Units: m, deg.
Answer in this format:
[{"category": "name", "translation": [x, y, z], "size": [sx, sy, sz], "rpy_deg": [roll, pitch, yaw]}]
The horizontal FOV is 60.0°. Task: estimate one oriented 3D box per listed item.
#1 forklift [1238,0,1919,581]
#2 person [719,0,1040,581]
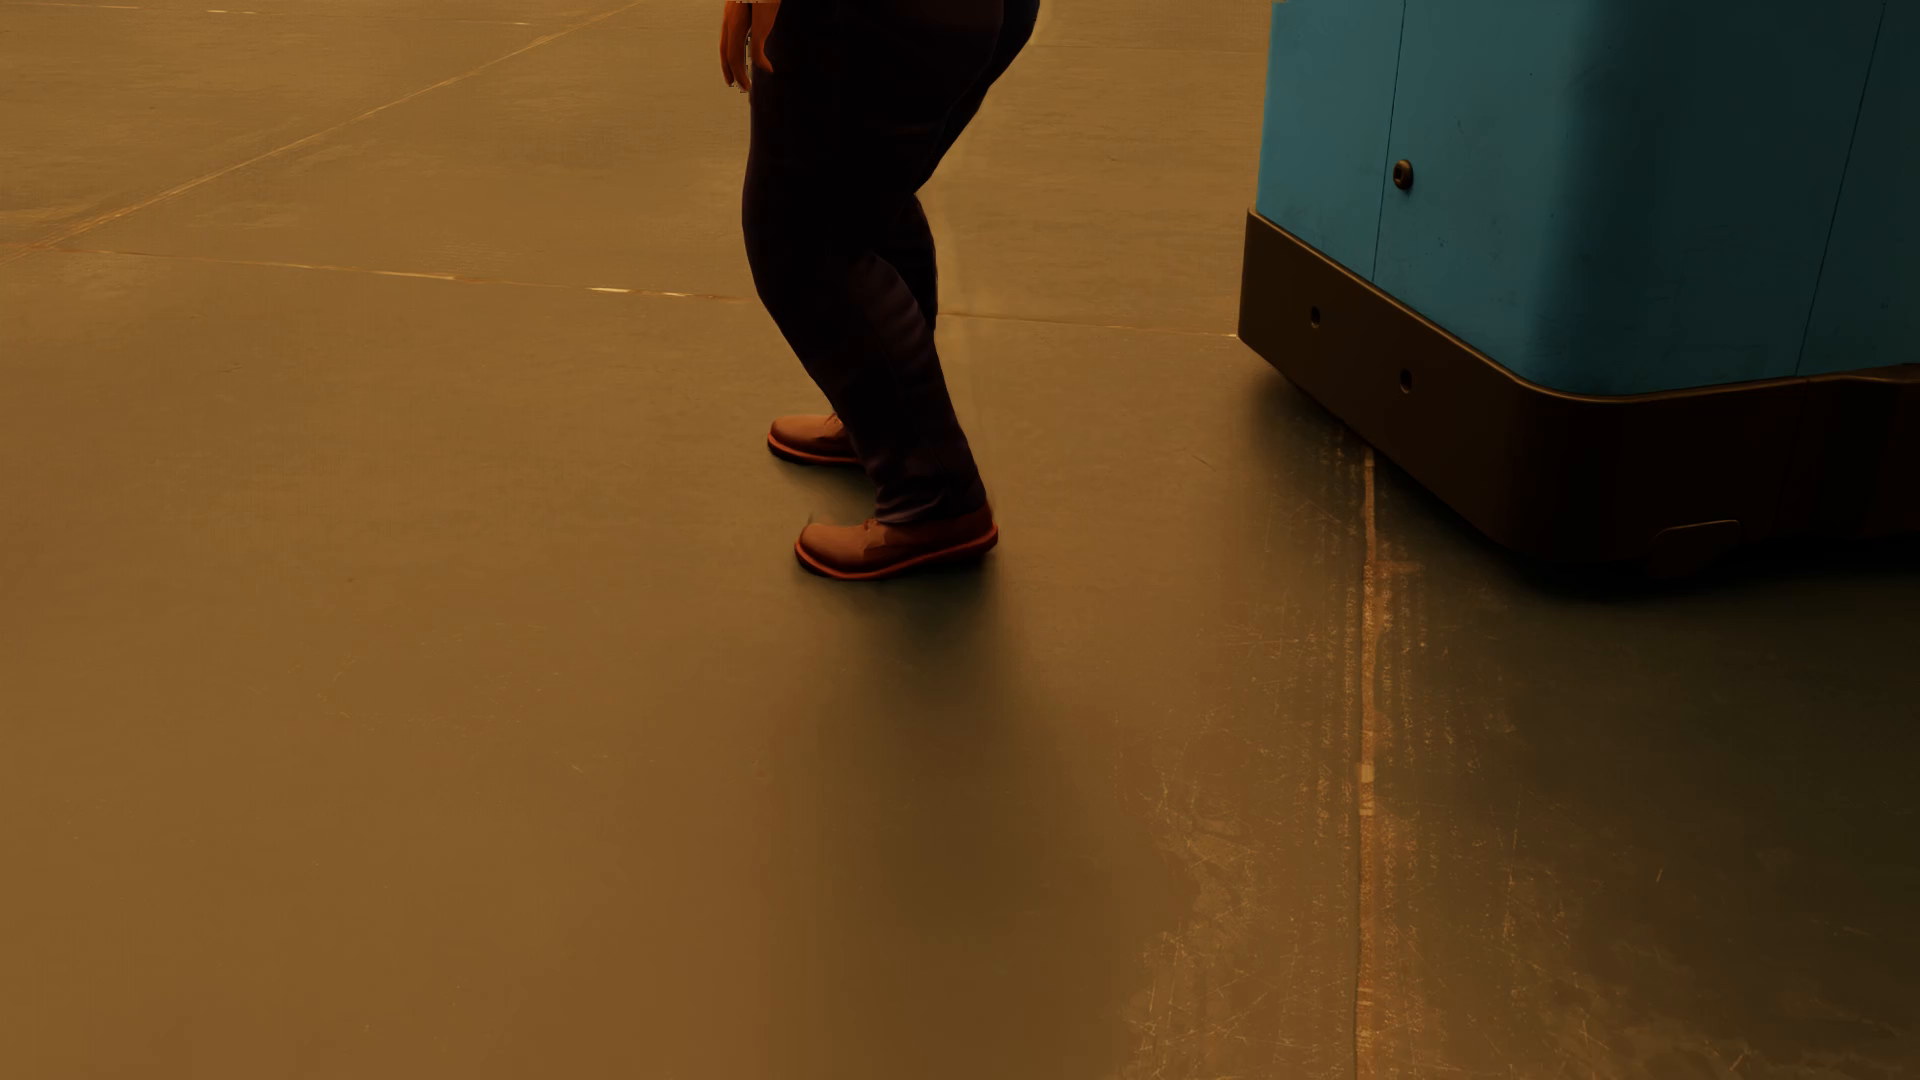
[{"category": "forklift", "translation": [2.092, -1.611, 2.438], "size": [3.031, 2.935, 1.130], "rpy_deg": [-7, 28, -14]}, {"category": "person", "translation": [-0.146, -0.741, 2.191], "size": [0.516, 1.635, 0.620], "rpy_deg": [8, 28, 15]}]
